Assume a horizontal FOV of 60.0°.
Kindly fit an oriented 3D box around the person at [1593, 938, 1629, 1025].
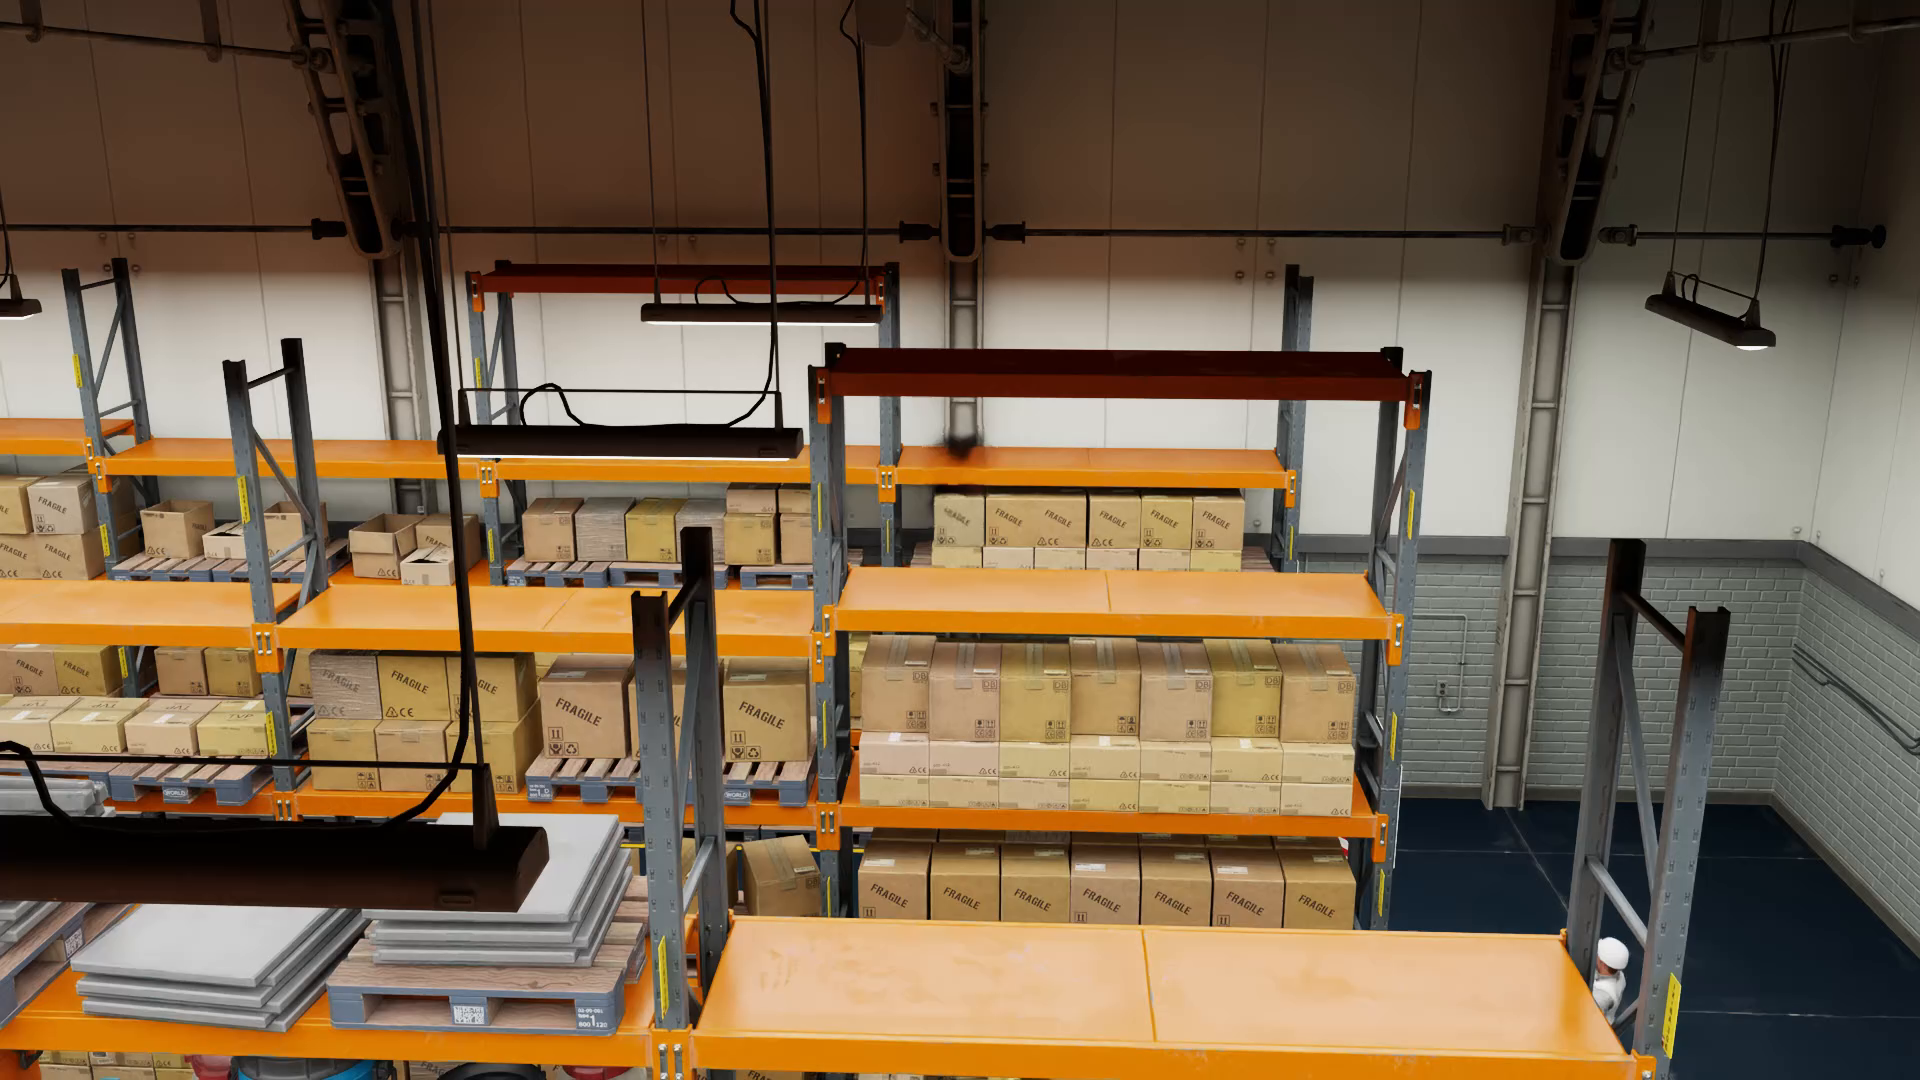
[{"bbox_3d":[4.678,3.768,12.512,0.560,1.773,0.541,3,16,10],"label":"person"}]
